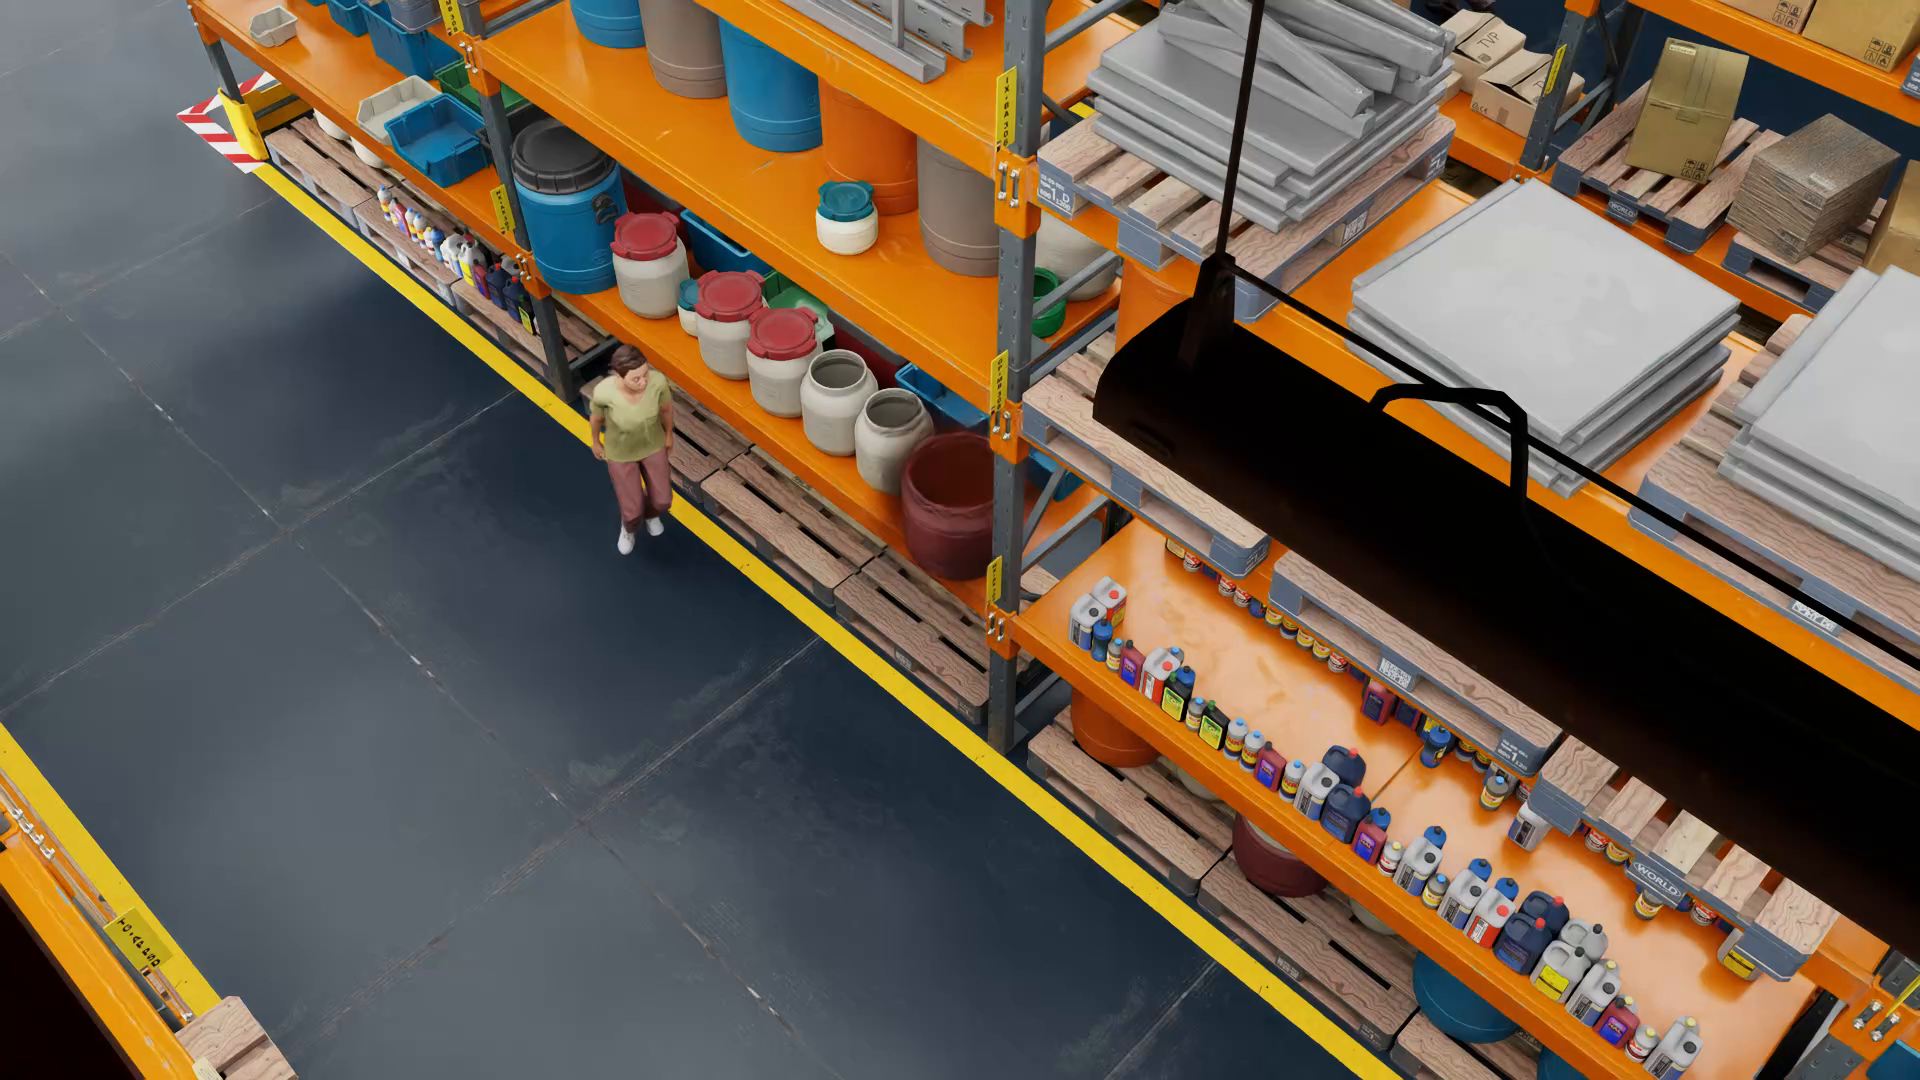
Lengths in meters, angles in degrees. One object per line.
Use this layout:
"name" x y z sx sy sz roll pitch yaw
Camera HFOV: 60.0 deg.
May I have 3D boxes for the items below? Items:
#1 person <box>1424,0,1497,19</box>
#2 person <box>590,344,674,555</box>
"person" 4.184 -4.917 13.413 0.638 1.704 0.624 25 55 20
"person" -1.845 -0.537 9.508 0.489 1.639 0.462 -21 53 -17
